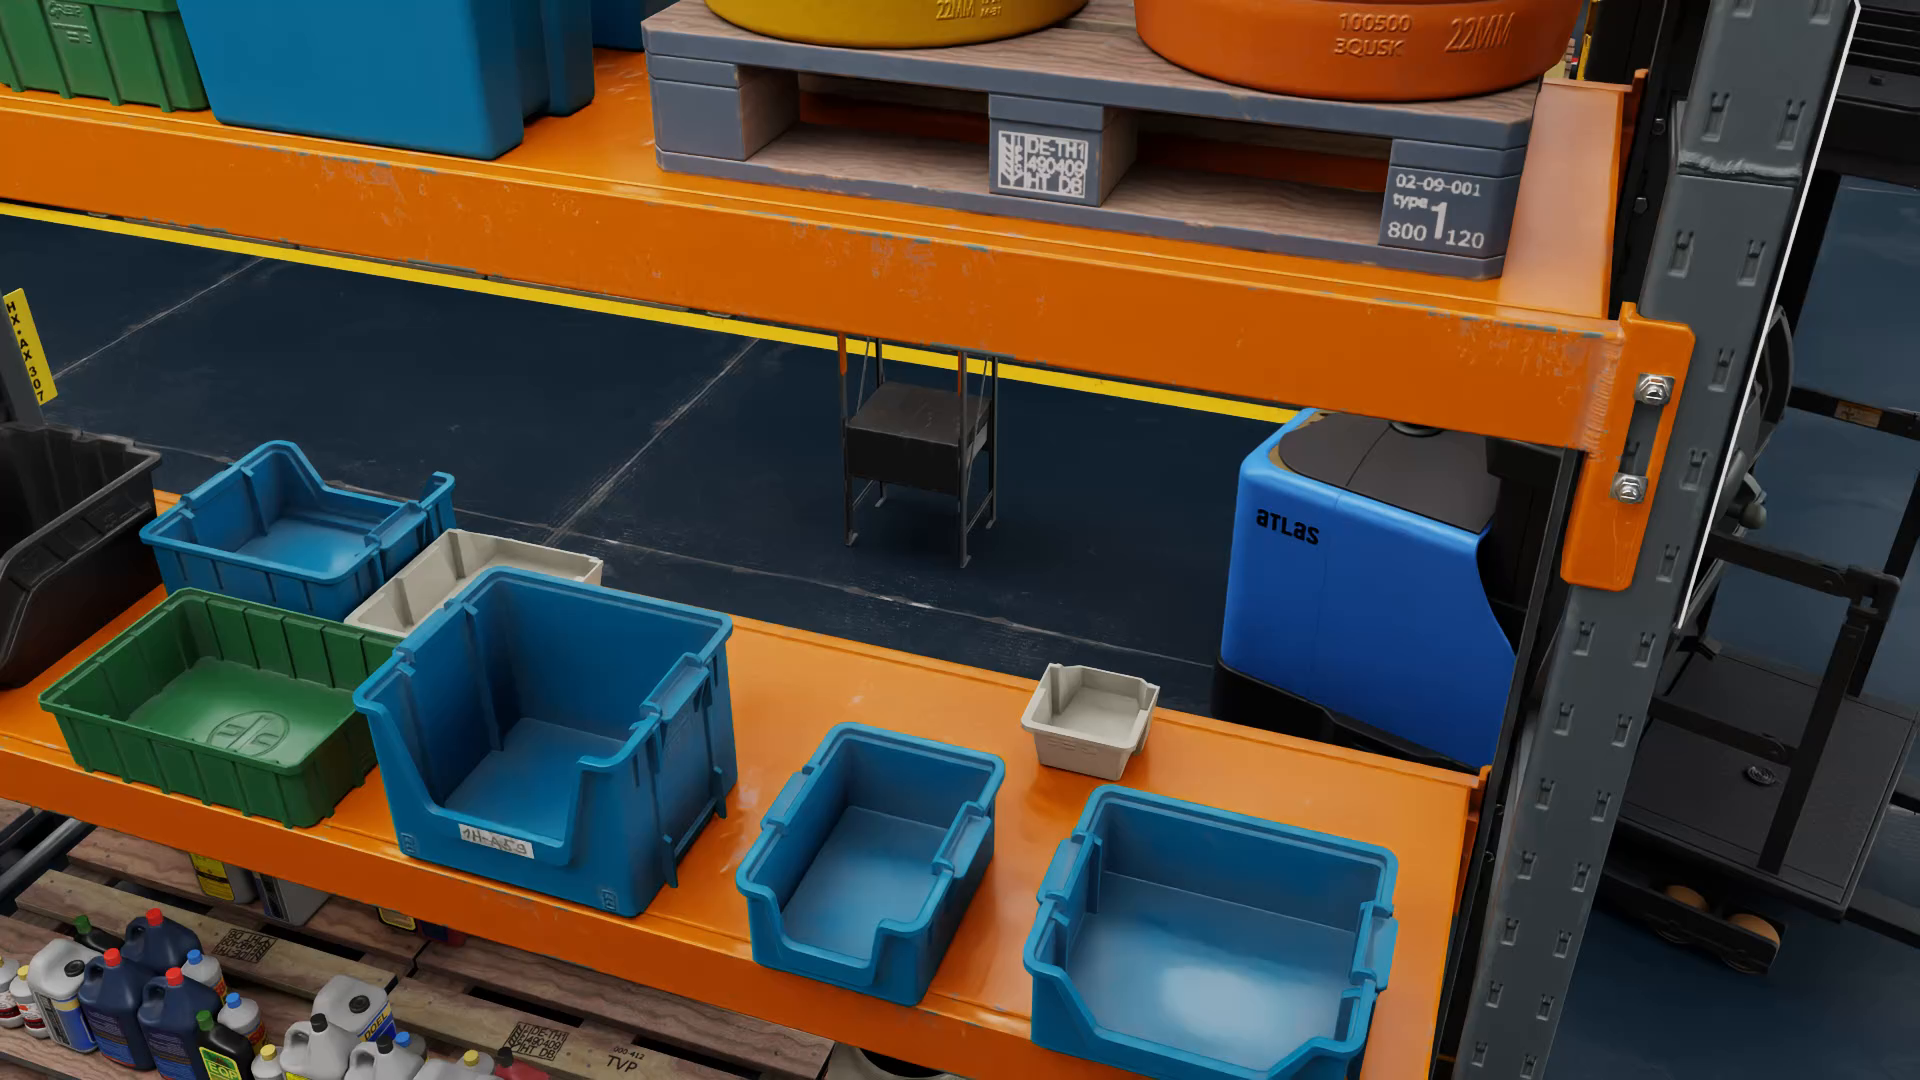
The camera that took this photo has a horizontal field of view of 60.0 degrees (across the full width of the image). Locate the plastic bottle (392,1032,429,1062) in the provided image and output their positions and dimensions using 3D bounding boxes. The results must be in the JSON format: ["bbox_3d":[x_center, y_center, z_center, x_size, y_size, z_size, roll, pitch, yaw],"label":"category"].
[{"bbox_3d":[-1.370,1.305,4.138,0.097,0.201,0.097,0,33,0],"label":"plastic bottle"}]

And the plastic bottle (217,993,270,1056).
[{"bbox_3d":[-1.793,1.241,4.172,0.097,0.271,0.097,0,33,0],"label":"plastic bottle"}]

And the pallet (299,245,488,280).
[{"bbox_3d":[-2.957,-1.844,9.411,1.213,0.211,1.003,11,34,16],"label":"pallet"}]

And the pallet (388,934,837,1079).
[{"bbox_3d":[-0.971,1.416,4.363,1.213,0.211,1.003,11,34,16],"label":"pallet"}]

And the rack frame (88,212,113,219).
[{"bbox_3d":[-4.836,-3.383,9.225,0.127,3.000,1.000,11,34,16],"label":"rack frame"}]

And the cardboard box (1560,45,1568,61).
[{"bbox_3d":[3.802,-3.808,11.454,0.875,0.875,0.875,11,35,17],"label":"cardboard box"}]

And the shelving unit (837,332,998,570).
[{"bbox_3d":[-0.156,-0.912,6.227,0.503,2.100,0.431,11,34,16],"label":"shelving unit"}]

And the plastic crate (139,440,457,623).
[{"bbox_3d":[-1.608,0.004,4.115,0.616,0.251,0.499,11,34,16],"label":"plastic crate"}]

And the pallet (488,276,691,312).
[{"bbox_3d":[-1.804,-1.622,9.067,1.213,0.211,1.003,11,34,16],"label":"pallet"}]

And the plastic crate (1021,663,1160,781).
[{"bbox_3d":[0.290,0.392,3.620,0.250,0.136,0.298,11,34,16],"label":"plastic crate"}]

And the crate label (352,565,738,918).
[{"bbox_3d":[-0.800,0.396,3.338,0.616,0.435,0.502,11,34,16],"label":"crate label"}]

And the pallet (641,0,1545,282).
[{"bbox_3d":[0.278,-0.772,2.590,1.213,0.211,1.003,11,34,16],"label":"pallet"}]

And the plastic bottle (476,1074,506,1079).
[{"bbox_3d":[-1.081,1.397,3.927,0.135,0.276,0.152,11,35,17],"label":"plastic bottle"}]

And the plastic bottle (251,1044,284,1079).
[{"bbox_3d":[-1.686,1.326,4.104,0.097,0.201,0.097,0,33,0],"label":"plastic bottle"}]

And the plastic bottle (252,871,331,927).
[{"bbox_3d":[-1.884,0.923,4.660,0.135,0.276,0.152,11,34,16],"label":"plastic bottle"}]

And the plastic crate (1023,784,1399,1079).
[{"bbox_3d":[0.451,0.733,2.986,0.616,0.251,0.499,11,34,16],"label":"plastic crate"}]

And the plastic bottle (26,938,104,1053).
[{"bbox_3d":[-2.276,1.165,4.286,0.135,0.276,0.152,12,35,18],"label":"plastic bottle"}]

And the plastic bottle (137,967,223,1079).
[{"bbox_3d":[-1.944,1.200,4.163,0.185,0.351,0.144,10,34,14],"label":"plastic bottle"}]

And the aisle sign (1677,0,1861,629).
[{"bbox_3d":[0.991,-0.318,2.080,0.004,0.787,0.394,11,34,16],"label":"aisle sign"}]

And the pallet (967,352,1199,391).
[{"bbox_3d":[0.726,-1.153,8.341,1.213,0.211,1.003,11,34,16],"label":"pallet"}]

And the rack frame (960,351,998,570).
[{"bbox_3d":[0.074,-0.868,6.158,0.015,2.100,0.400,11,34,16],"label":"rack frame"}]

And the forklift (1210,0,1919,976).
[{"bbox_3d":[2.346,-0.309,4.527,3.031,2.935,1.130,22,39,30],"label":"forklift"}]

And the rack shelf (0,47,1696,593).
[{"bbox_3d":[-0.859,-0.714,2.989,4.000,0.370,1.077,11,34,16],"label":"rack shelf"}]

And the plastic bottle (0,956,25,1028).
[{"bbox_3d":[-2.494,1.169,4.348,0.097,0.201,0.097,0,33,0],"label":"plastic bottle"}]

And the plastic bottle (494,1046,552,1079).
[{"bbox_3d":[-1.046,1.339,4.009,0.133,0.283,0.061,11,34,16],"label":"plastic bottle"}]

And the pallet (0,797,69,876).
[{"bbox_3d":[-3.494,0.925,5.122,1.213,0.211,1.003,11,34,16],"label":"pallet"}]

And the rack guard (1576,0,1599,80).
[{"bbox_3d":[4.486,-3.379,11.522,0.348,0.500,1.175,11,34,16],"label":"rack guard"}]

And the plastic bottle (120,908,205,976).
[{"bbox_3d":[-2.073,1.092,4.330,0.185,0.351,0.144,11,34,16],"label":"plastic bottle"}]

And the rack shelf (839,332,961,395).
[{"bbox_3d":[-0.156,-0.901,6.235,0.480,0.518,0.431,11,34,16],"label":"rack shelf"}]

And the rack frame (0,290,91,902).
[{"bbox_3d":[-2.742,-0.122,4.174,0.127,3.000,1.000,11,34,16],"label":"rack frame"}]

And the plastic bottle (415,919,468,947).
[{"bbox_3d":[-1.437,0.985,4.557,0.133,0.283,0.061,11,34,16],"label":"plastic bottle"}]

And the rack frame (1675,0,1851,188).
[{"bbox_3d":[1.024,-1.911,1.413,0.127,3.000,1.000,11,34,16],"label":"rack frame"}]

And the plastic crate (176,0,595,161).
[{"bbox_3d":[-0.873,-0.839,2.533,0.575,0.384,0.392,11,34,16],"label":"plastic crate"}]

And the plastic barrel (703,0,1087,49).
[{"bbox_3d":[-0.092,-1.050,2.284,0.600,0.588,0.600,0,33,0],"label":"plastic barrel"}]

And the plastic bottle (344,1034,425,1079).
[{"bbox_3d":[-1.369,1.312,3.989,0.185,0.351,0.144,12,35,18],"label":"plastic bottle"}]
